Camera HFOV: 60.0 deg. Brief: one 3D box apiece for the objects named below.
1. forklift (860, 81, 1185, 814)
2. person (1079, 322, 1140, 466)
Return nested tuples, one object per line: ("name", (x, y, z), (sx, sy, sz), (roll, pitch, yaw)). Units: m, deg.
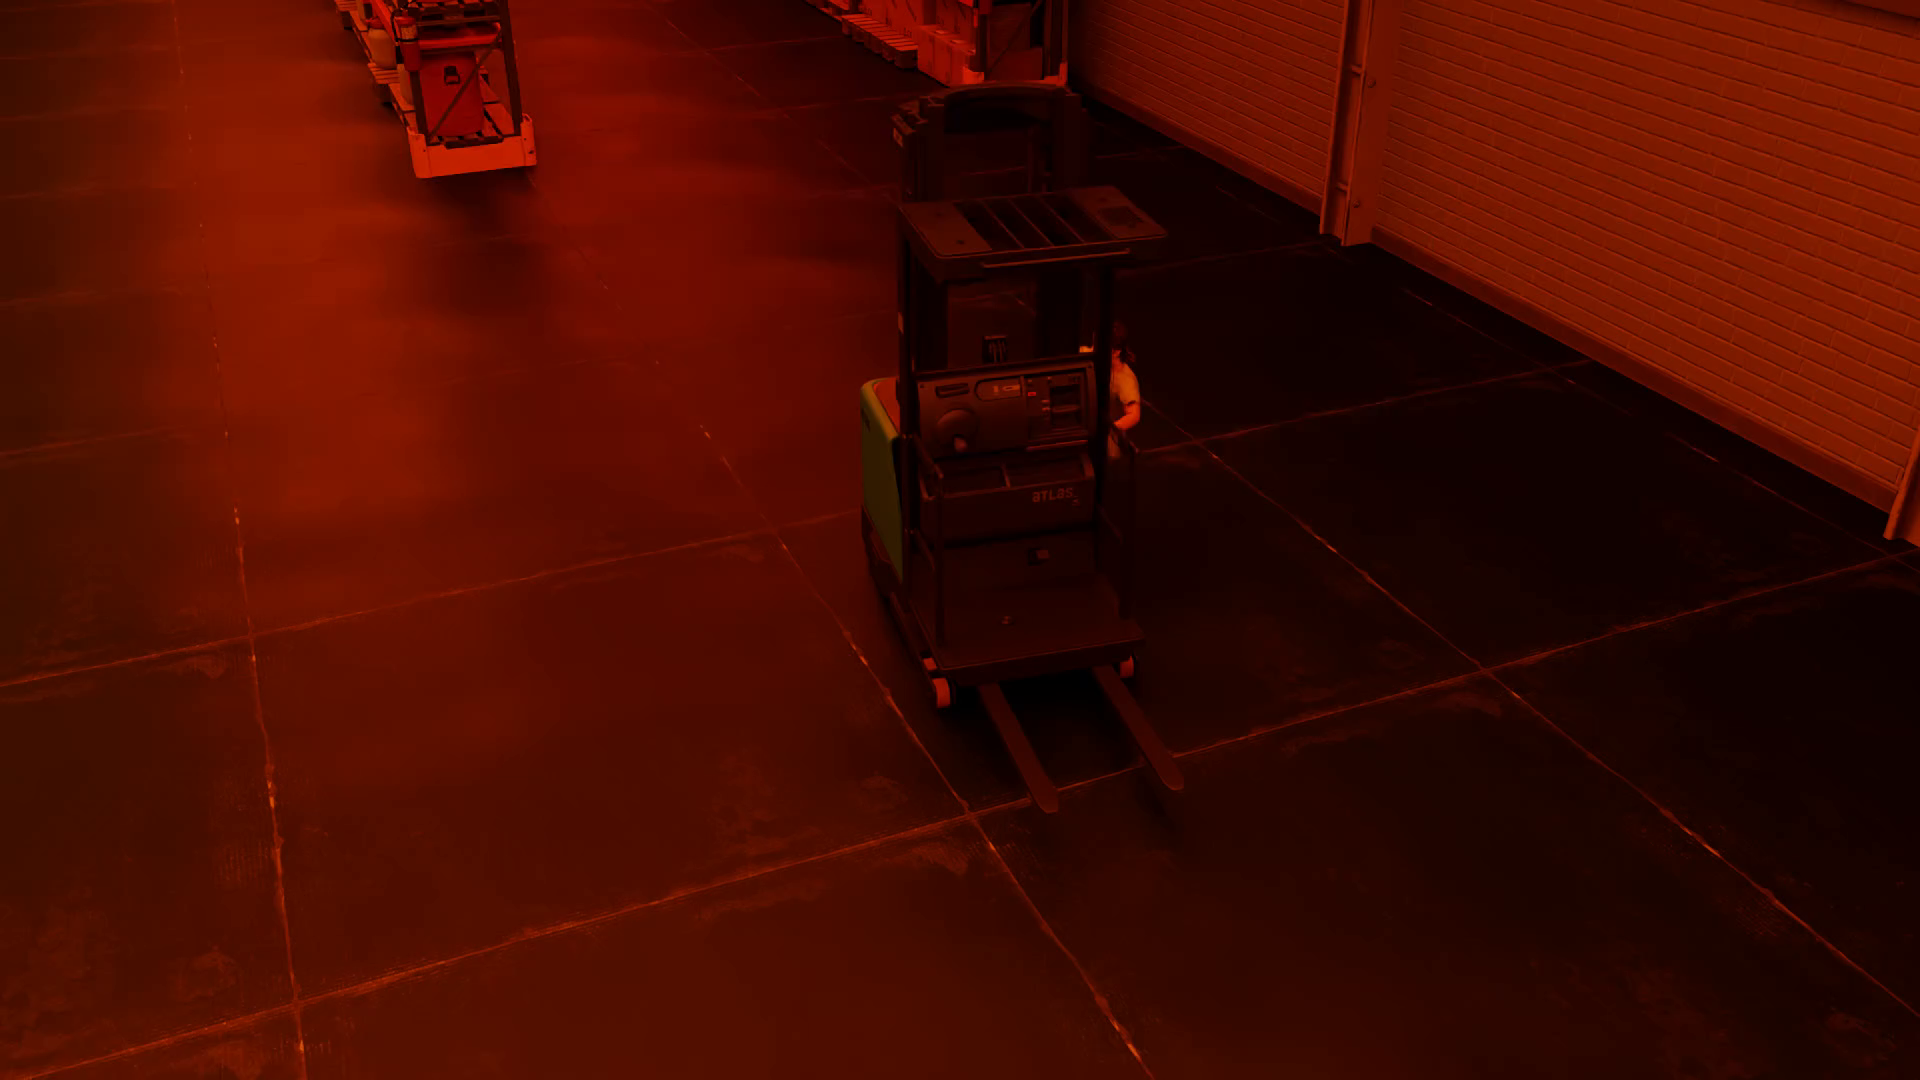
("forklift", (0.302, -0.618, 8.200), (1.130, 2.935, 3.031), (-8, 31, -14))
("person", (0.608, -0.561, 9.573), (0.818, 1.403, 0.931), (-24, 38, -35))
